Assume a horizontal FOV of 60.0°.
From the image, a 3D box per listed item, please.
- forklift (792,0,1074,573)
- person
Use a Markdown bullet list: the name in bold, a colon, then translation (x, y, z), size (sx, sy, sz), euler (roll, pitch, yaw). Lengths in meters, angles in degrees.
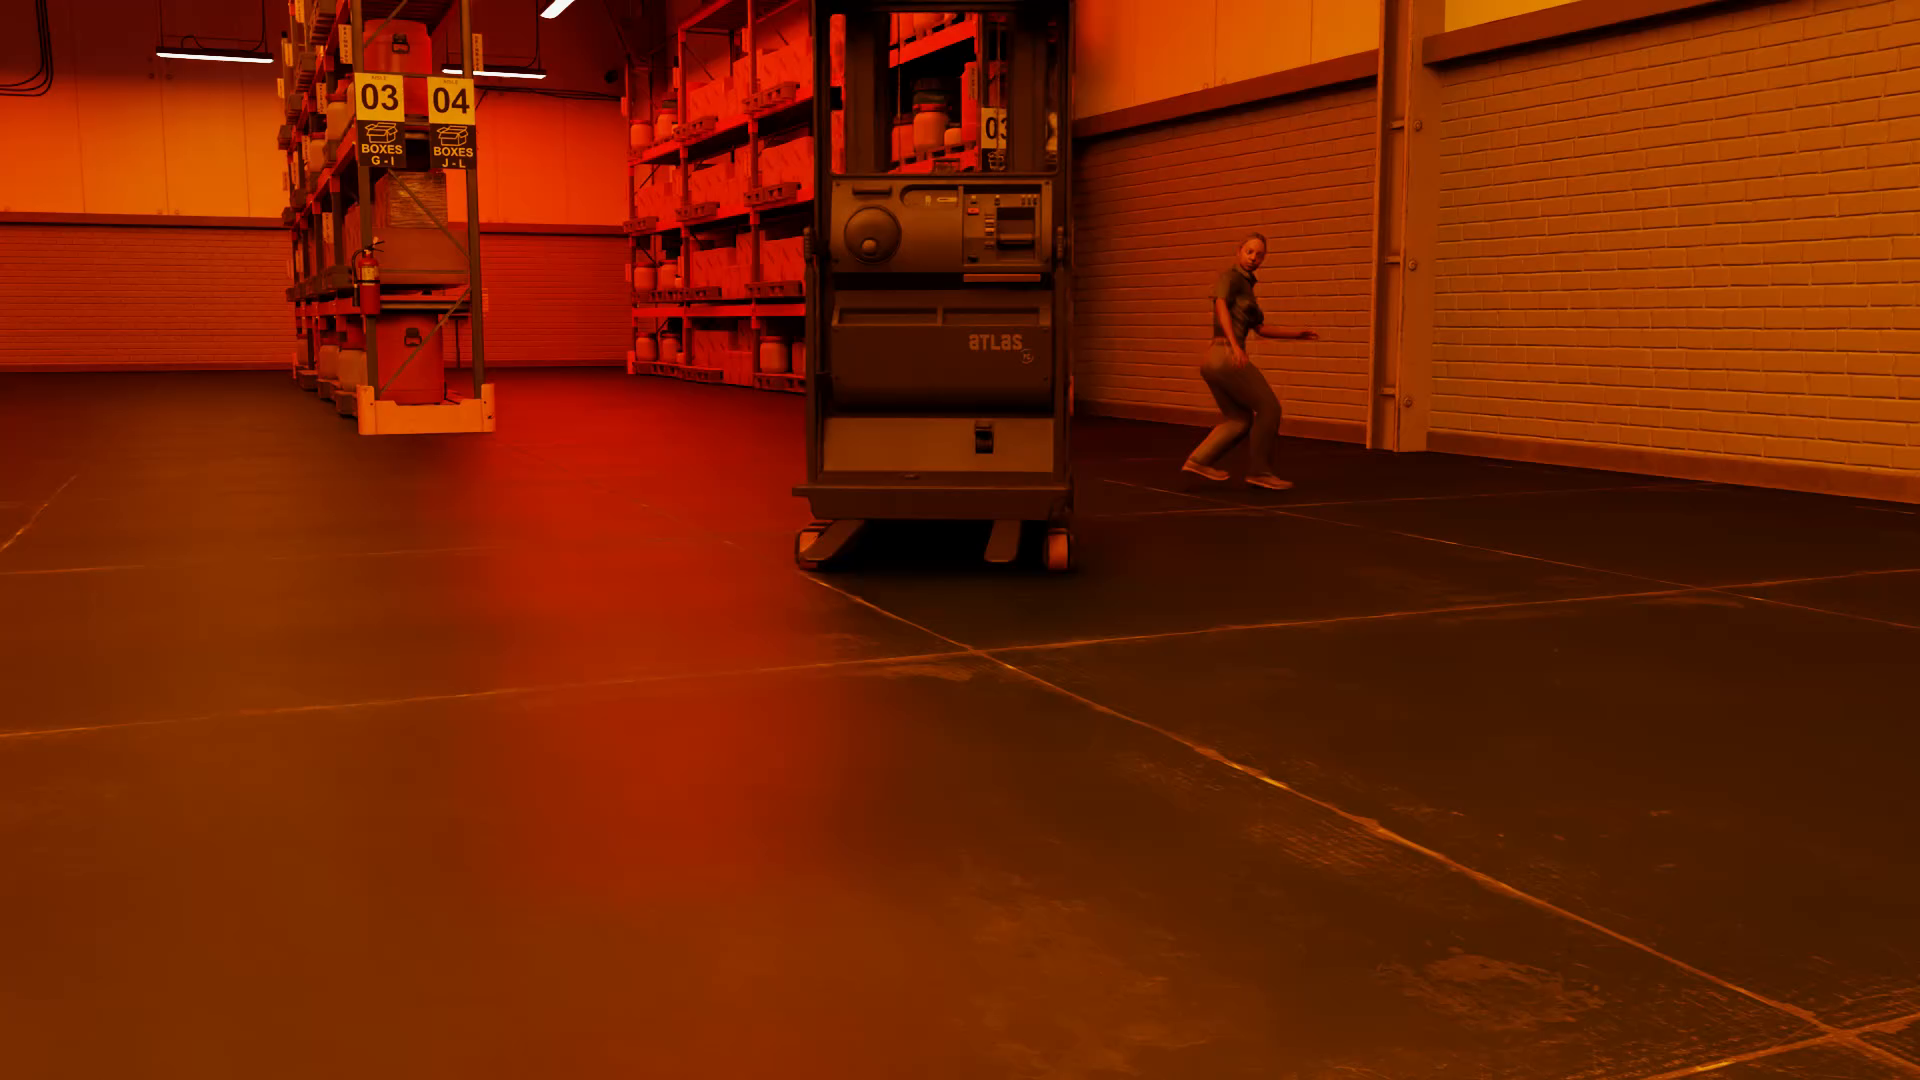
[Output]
- **forklift**: translation (-0.086, -1.363, 6.776), size (1.130, 2.935, 3.031), euler (0, 8, 3)
- **person**: translation (1.732, -1.039, 9.784), size (0.817, 1.533, 0.785), euler (0, 8, 1)
